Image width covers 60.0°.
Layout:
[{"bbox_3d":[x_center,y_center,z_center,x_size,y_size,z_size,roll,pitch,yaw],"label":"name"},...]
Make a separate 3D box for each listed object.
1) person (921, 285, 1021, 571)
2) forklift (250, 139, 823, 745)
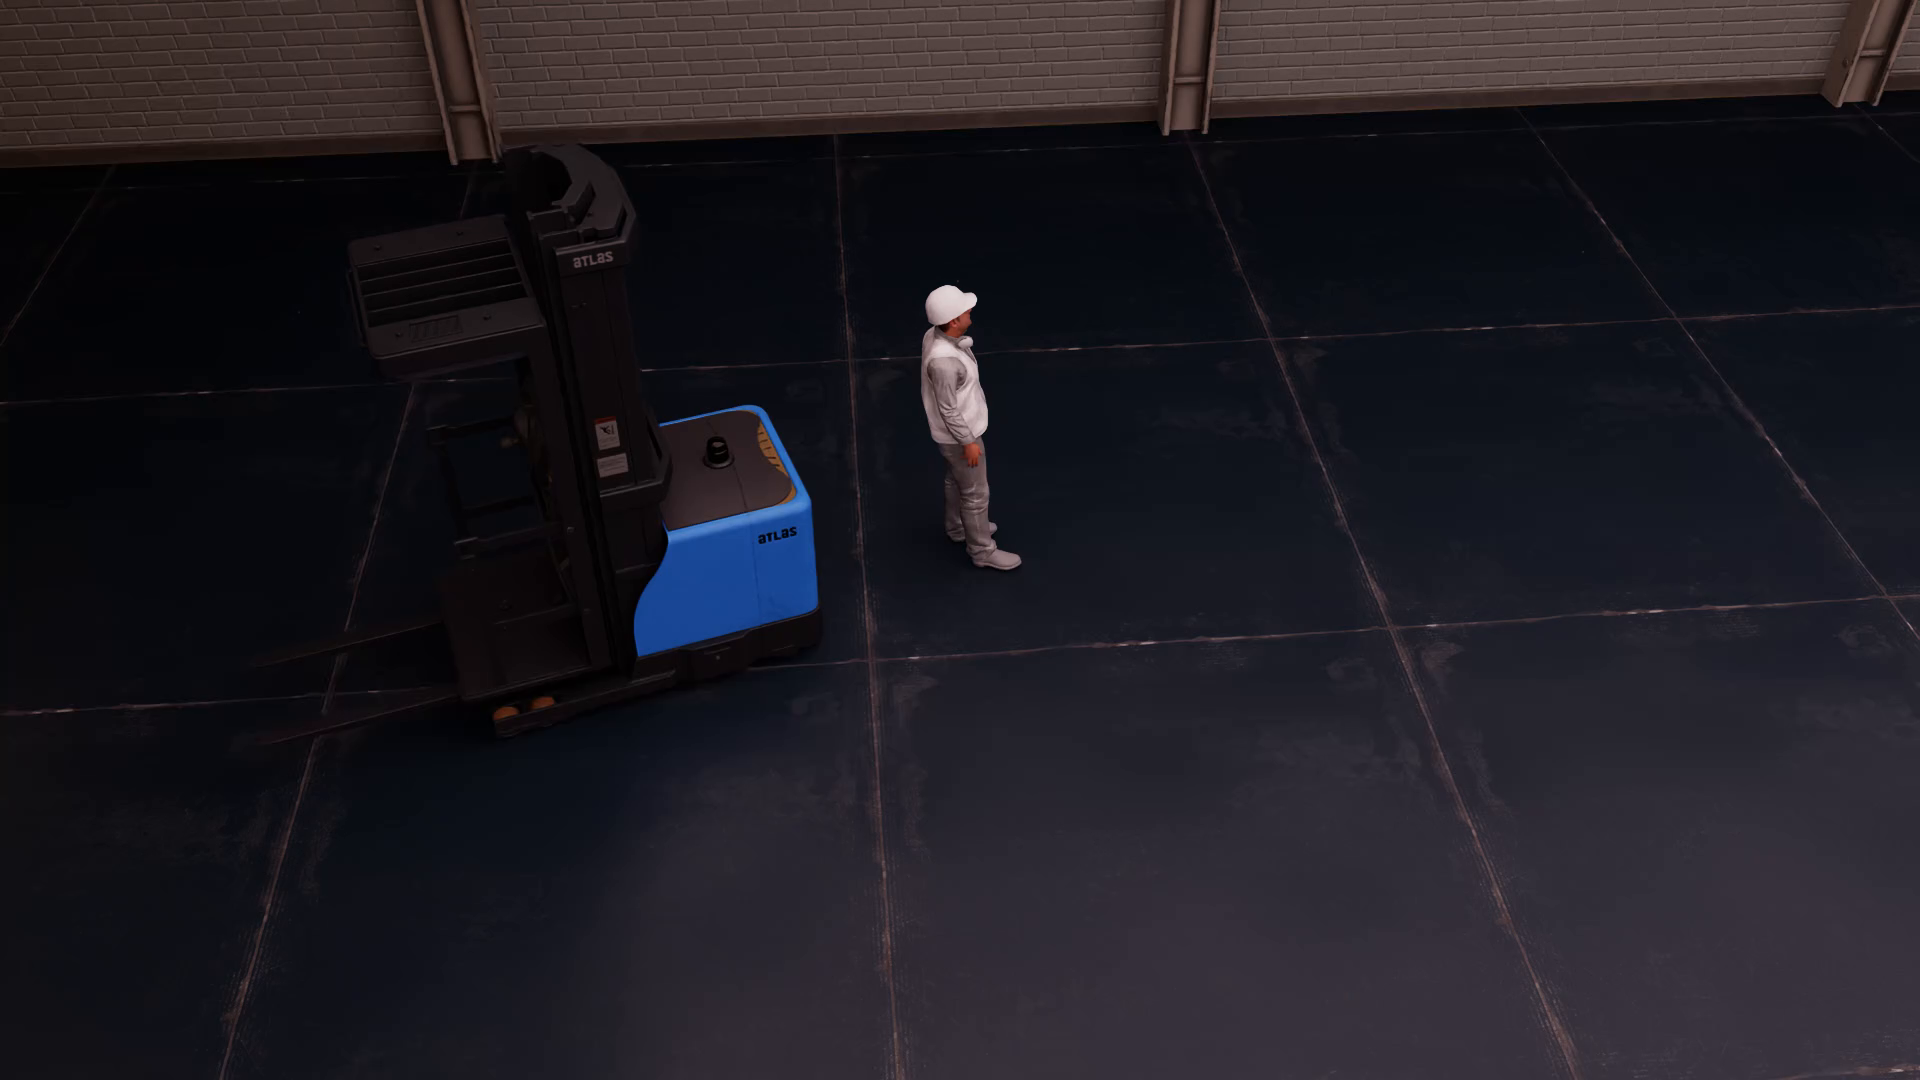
[{"bbox_3d":[0.062,-0.678,9.609,0.568,1.773,0.632,-3,41,-4],"label":"person"},{"bbox_3d":[-2.347,-0.447,8.460,3.031,2.935,1.130,-14,43,-16],"label":"forklift"}]
